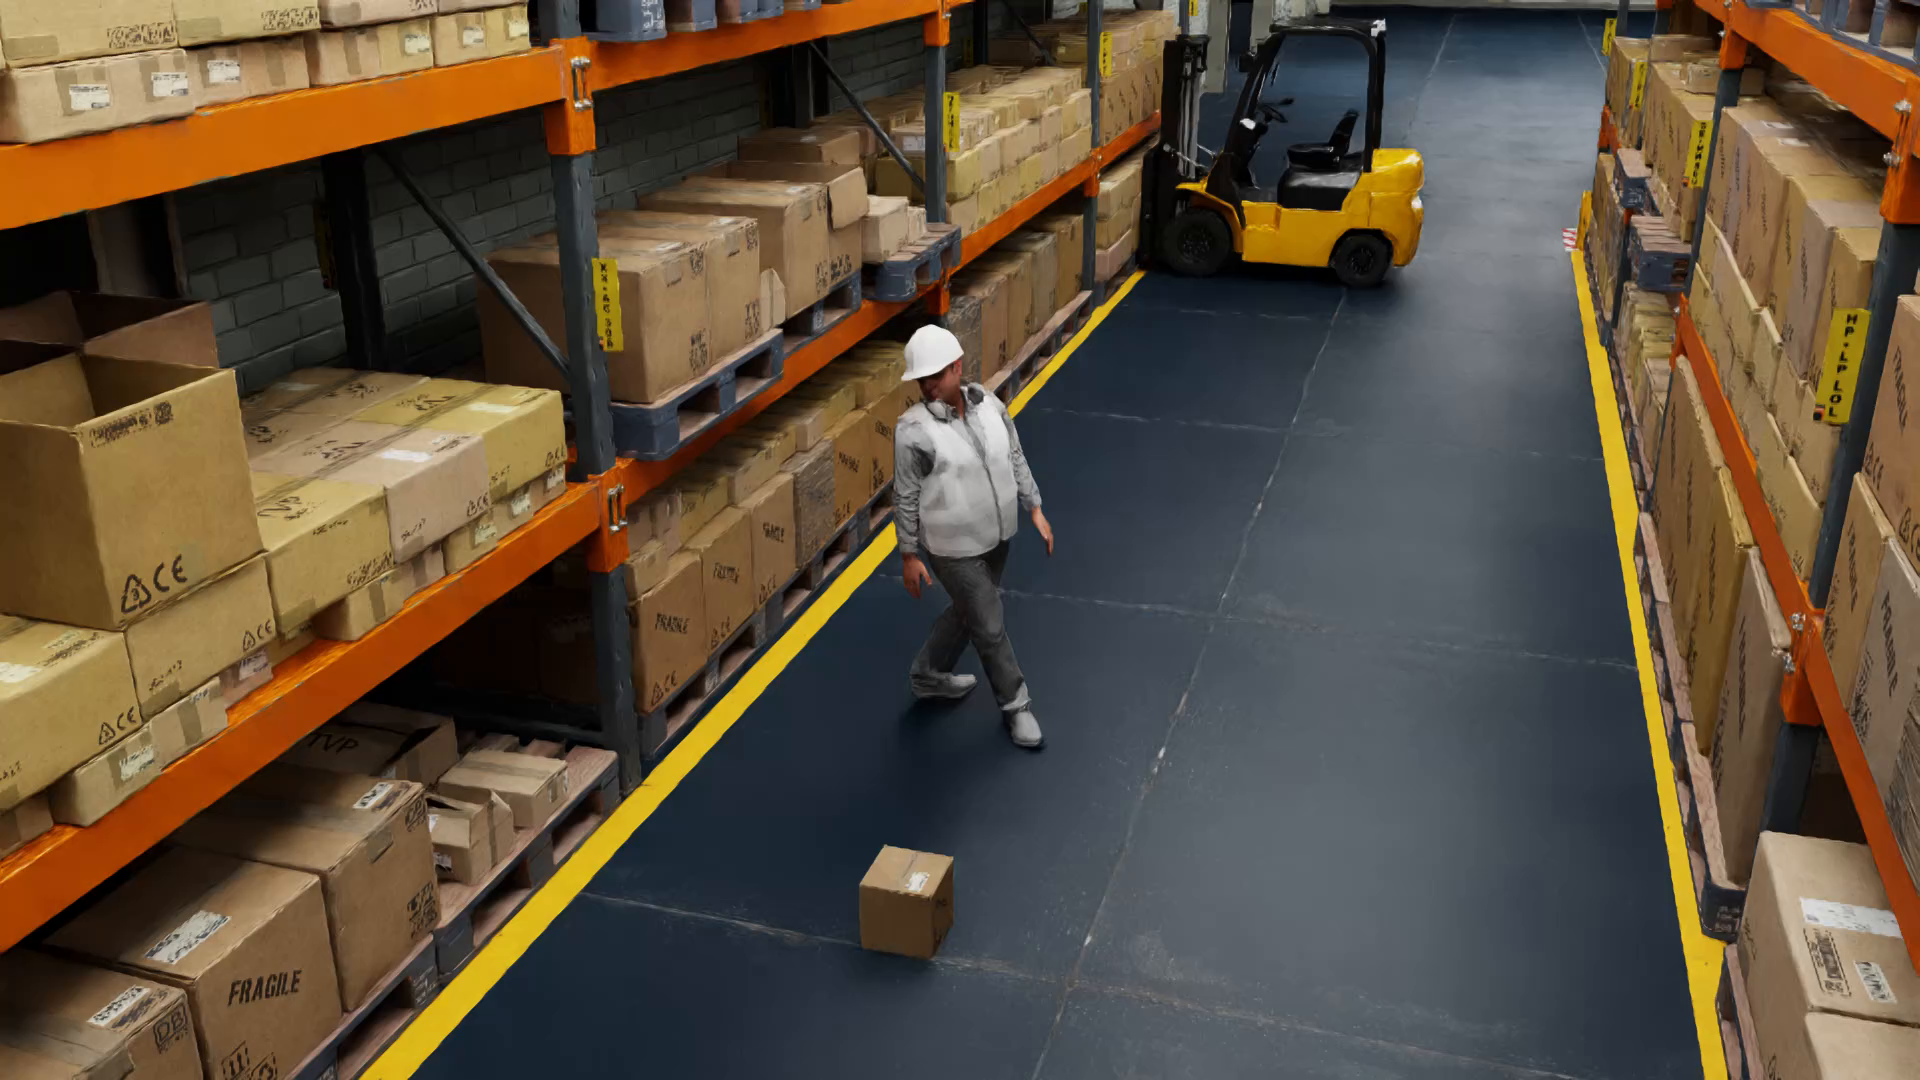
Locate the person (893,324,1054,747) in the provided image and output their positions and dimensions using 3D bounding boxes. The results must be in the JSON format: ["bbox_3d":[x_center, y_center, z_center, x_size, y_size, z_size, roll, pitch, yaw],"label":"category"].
[{"bbox_3d":[0.035,-0.014,6.636,0.681,1.732,0.573,16,27,35],"label":"person"}]
